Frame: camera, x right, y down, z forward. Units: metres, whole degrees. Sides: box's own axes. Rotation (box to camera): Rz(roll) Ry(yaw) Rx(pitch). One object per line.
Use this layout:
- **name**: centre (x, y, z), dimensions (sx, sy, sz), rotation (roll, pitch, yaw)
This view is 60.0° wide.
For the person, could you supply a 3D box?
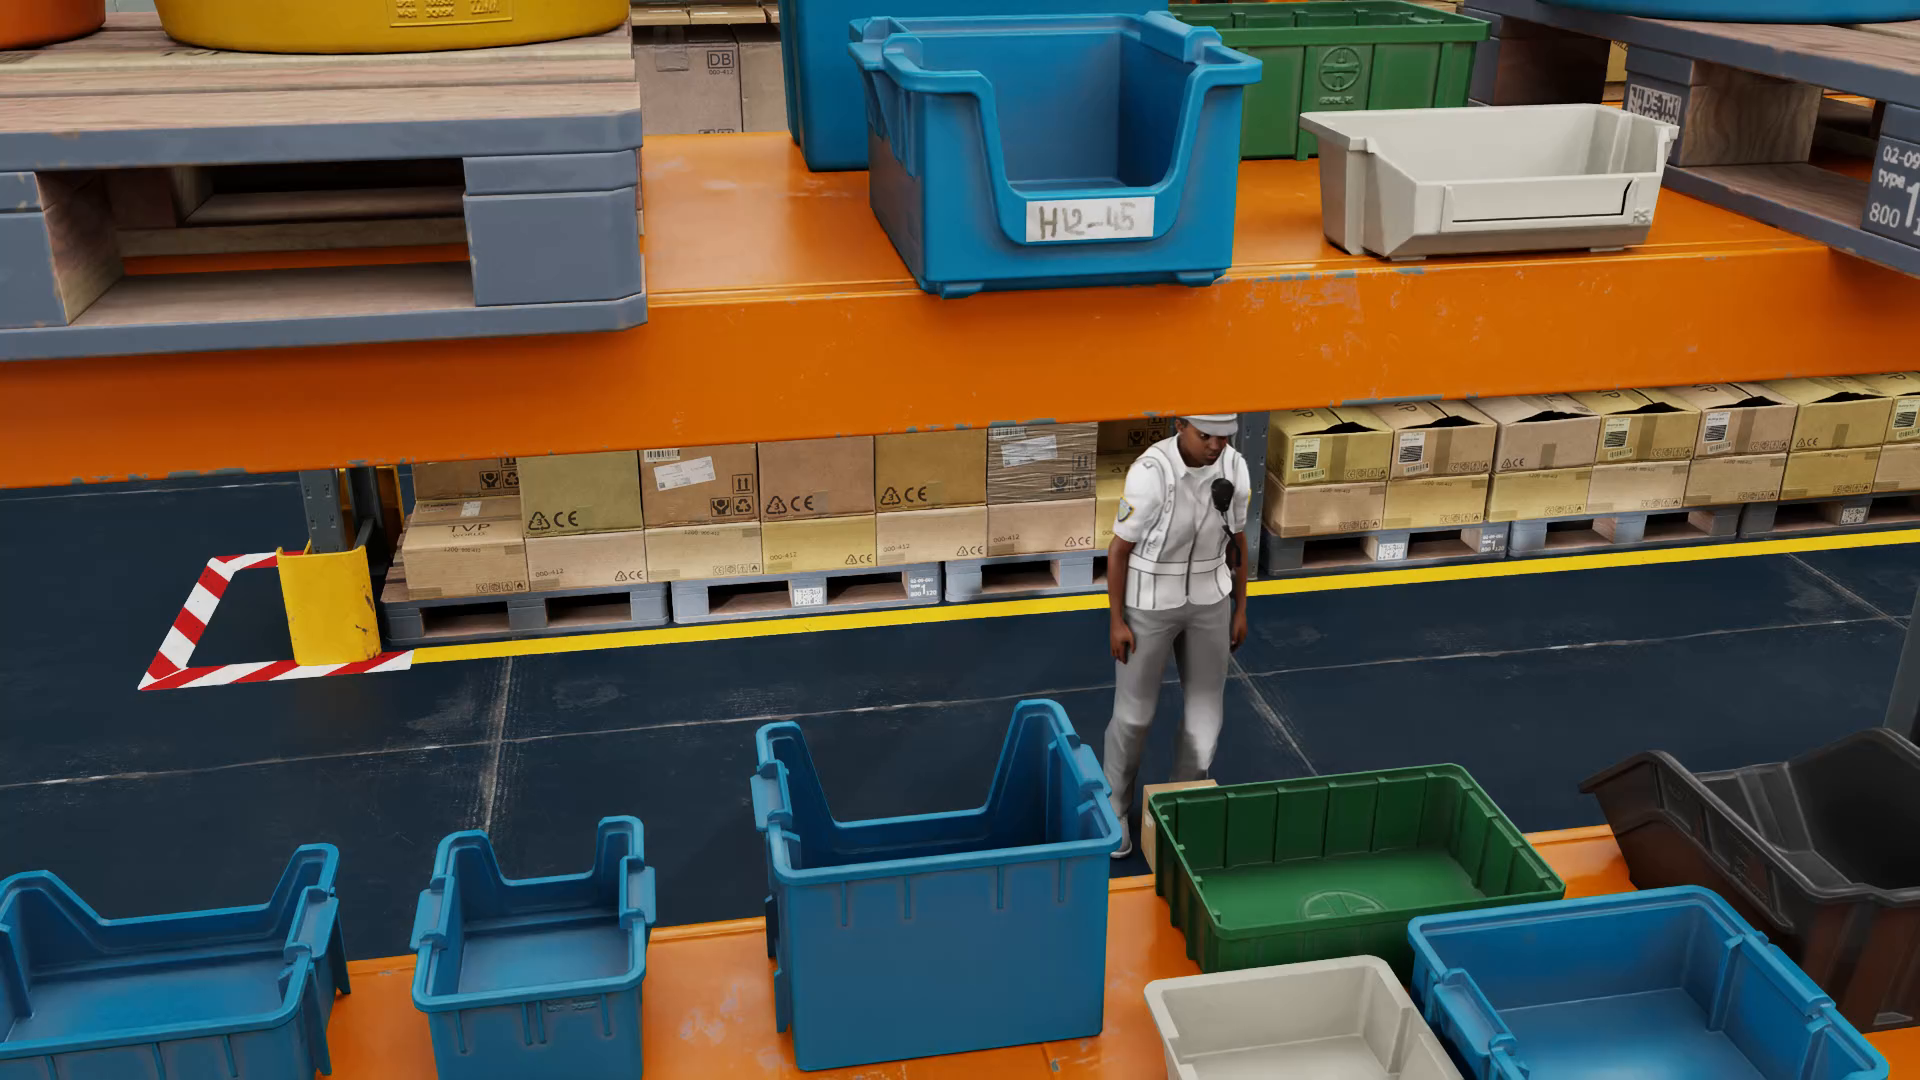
- **person**: centre (0.712, 0.249, 5.526), dimensions (0.529, 1.659, 0.398), rotation (-6, 24, -13)
